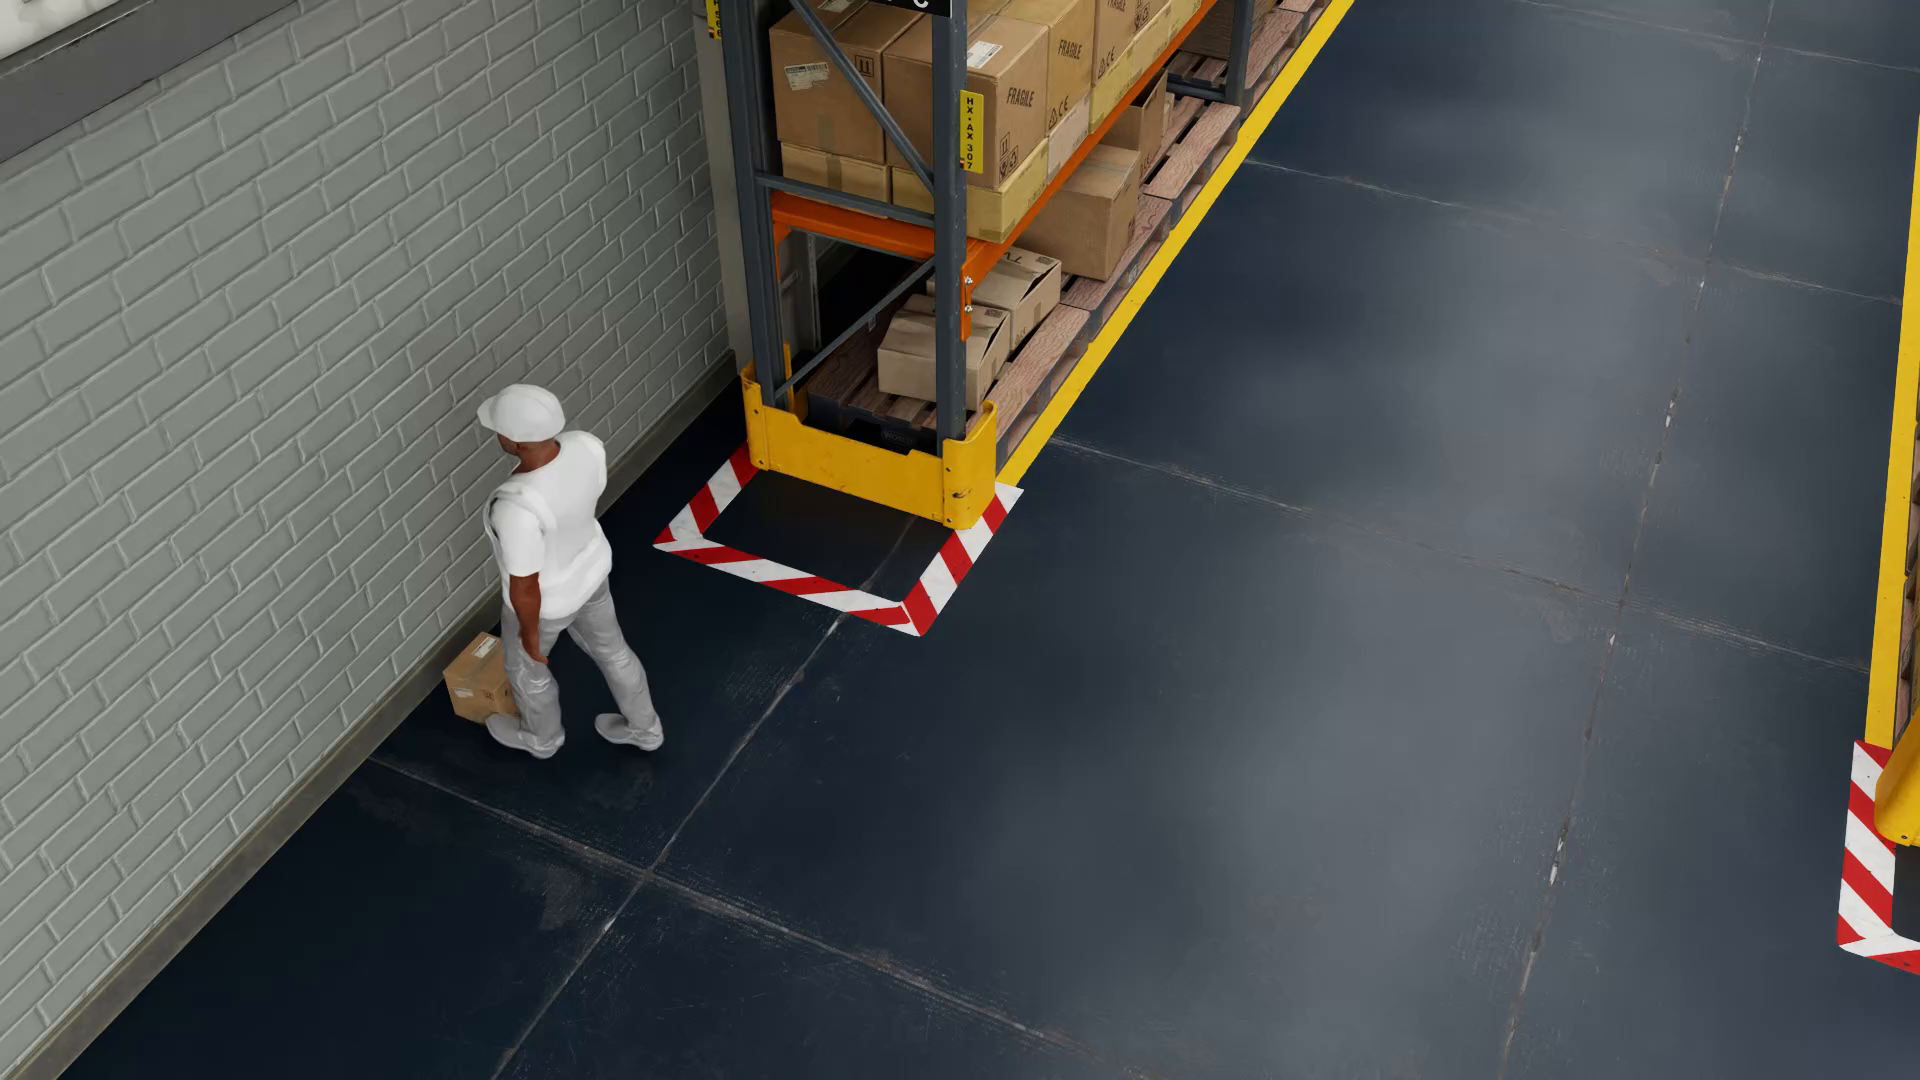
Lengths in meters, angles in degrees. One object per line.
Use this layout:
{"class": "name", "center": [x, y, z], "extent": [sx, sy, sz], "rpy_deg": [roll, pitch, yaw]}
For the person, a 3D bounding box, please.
{"class": "person", "center": [-1.487, 0.142, 6.000], "extent": [0.584, 1.766, 0.568], "rpy_deg": [18, 45, 19]}
